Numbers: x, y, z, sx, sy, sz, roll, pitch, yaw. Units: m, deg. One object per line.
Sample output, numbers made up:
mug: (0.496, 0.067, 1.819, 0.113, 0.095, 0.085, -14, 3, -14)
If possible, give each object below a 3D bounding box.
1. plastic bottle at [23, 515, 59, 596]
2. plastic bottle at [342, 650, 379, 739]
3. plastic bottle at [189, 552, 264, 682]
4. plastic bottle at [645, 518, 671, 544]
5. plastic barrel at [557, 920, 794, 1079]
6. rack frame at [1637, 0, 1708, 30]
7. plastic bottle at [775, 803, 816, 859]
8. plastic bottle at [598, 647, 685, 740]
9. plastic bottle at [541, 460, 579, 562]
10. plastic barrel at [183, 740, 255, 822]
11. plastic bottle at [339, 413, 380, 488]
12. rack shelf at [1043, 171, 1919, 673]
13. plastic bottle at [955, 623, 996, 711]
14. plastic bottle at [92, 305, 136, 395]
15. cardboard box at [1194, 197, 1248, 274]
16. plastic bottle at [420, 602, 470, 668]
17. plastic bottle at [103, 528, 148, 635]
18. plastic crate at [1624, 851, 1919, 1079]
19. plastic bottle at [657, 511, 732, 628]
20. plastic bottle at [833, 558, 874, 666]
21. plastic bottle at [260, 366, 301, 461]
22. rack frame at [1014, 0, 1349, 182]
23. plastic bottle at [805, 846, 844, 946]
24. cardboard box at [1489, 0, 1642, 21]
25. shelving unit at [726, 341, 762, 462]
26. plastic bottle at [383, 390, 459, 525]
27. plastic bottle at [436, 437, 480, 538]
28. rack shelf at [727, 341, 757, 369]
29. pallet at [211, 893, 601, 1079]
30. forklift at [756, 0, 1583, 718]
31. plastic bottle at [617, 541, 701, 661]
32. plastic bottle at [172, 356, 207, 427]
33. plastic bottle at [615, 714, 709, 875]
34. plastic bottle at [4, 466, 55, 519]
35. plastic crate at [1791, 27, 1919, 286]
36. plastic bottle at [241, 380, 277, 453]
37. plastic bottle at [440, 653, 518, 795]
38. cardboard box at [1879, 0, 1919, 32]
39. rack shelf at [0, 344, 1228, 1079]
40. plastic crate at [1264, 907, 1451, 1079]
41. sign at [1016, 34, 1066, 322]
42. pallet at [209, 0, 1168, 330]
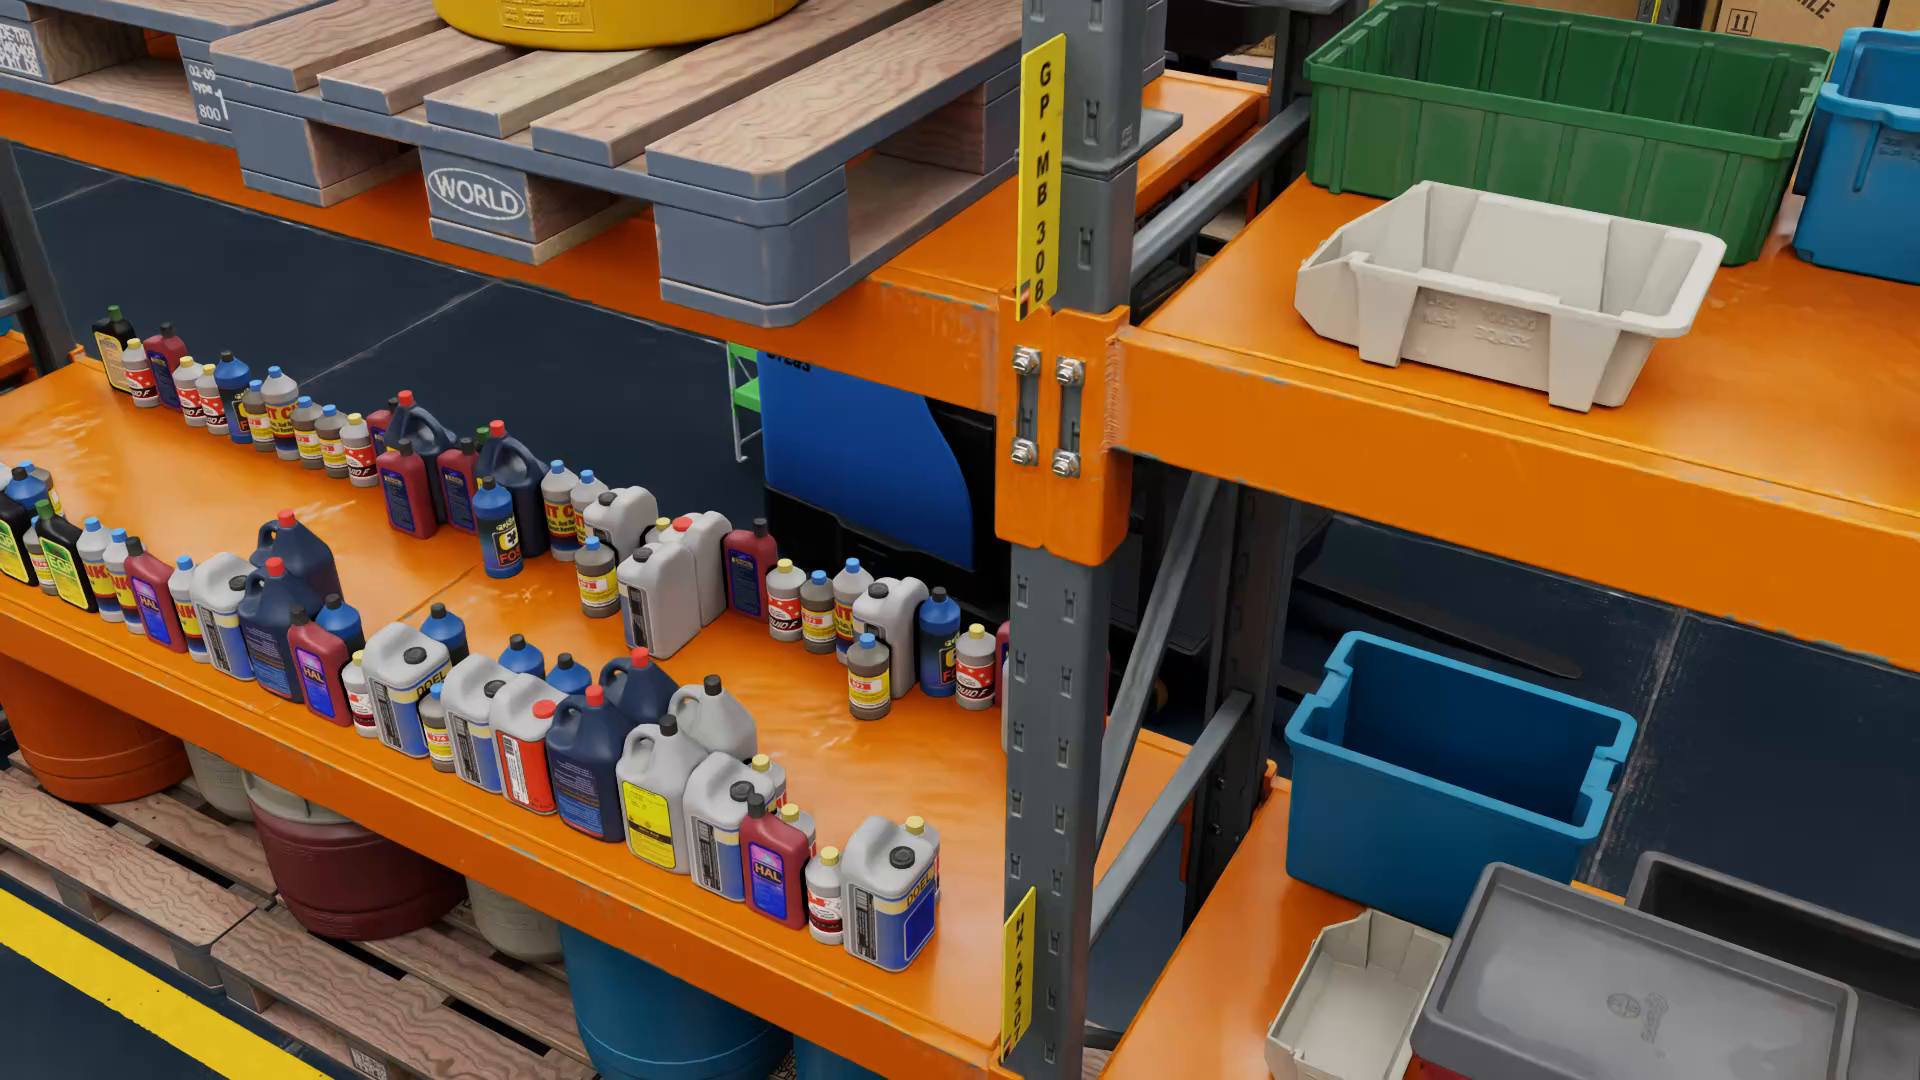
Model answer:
plastic bottle: (-2.283, 0.031, 4.176, 0.097, 0.201, 0.097, 0, 34, 0)
plastic bottle: (-1.321, 0.336, 3.718, 0.097, 0.201, 0.097, 0, 34, 0)
plastic bottle: (-1.684, 0.173, 3.897, 0.135, 0.276, 0.152, 18, 37, 24)
plastic bottle: (-0.734, 0.037, 4.167, 0.097, 0.201, 0.097, 0, 34, 0)
plastic barrel: (-0.709, 0.911, 4.190, 0.708, 0.901, 0.600, 18, 37, 24)
rack frame: (2.830, -1.818, 6.773, 0.127, 3.000, 1.000, 18, 37, 24)
plastic bottle: (-0.333, 0.610, 3.307, 0.097, 0.201, 0.097, 0, 34, 0)
plastic bottle: (-0.680, 0.370, 3.533, 0.185, 0.351, 0.144, 18, 37, 24)
plastic bottle: (-1.020, -0.082, 4.283, 0.097, 0.271, 0.097, 0, 34, 0)
plastic barrel: (-2.136, 0.564, 5.062, 0.421, 0.512, 0.421, 0, 34, 0)
plastic bottle: (-1.657, -0.255, 4.606, 0.097, 0.201, 0.097, 0, 34, 0)
rack shelf: (2.106, 0.166, 1.737, 4.000, 0.370, 1.077, 18, 37, 24)
plastic bottle: (0.038, 0.282, 3.800, 0.097, 0.201, 0.097, 0, 34, 0)
plastic bottle: (-2.541, -0.581, 5.021, 0.133, 0.283, 0.061, 18, 37, 24)
cardboard box: (1.400, -1.236, 7.758, 0.500, 0.500, 0.500, 18, 38, 25)
plastic bottle: (-1.161, 0.261, 3.768, 0.097, 0.271, 0.097, 0, 34, 0)
plastic bottle: (-1.999, 0.092, 4.021, 0.097, 0.271, 0.097, 0, 34, 0)
plastic crate: (1.475, 0.833, 2.987, 0.590, 0.125, 0.437, 18, 37, 24)
plastic bottle: (-0.647, 0.051, 4.078, 0.135, 0.276, 0.152, 18, 37, 24)
plastic bottle: (-0.248, 0.162, 3.916, 0.097, 0.271, 0.097, 0, 34, 0)
plastic bottle: (-1.911, -0.364, 4.707, 0.097, 0.271, 0.097, 0, 34, 0)
rack frame: (0.369, -1.932, 1.532, 0.127, 3.000, 1.000, 18, 37, 24)
plastic bottle: (-0.247, 0.676, 3.208, 0.097, 0.201, 0.097, 0, 34, 0)
cardboard box: (2.530, -2.272, 6.986, 0.500, 0.500, 0.700, 6, 34, 9)
shelving unit: (-0.703, -0.814, 6.890, 0.503, 1.200, 0.258, 22, 39, 29)
plastic bottle: (-1.431, -0.230, 4.434, 0.185, 0.351, 0.144, 18, 37, 24)
plastic bottle: (-1.302, -0.149, 4.373, 0.133, 0.283, 0.061, 18, 37, 24)
rack shelf: (-0.703, -0.761, 6.925, 0.480, 0.148, 0.258, 22, 39, 29)
pallet: (-1.343, 1.158, 4.820, 1.213, 0.211, 1.003, 18, 37, 24)
forklift: (0.709, -0.933, 5.507, 3.031, 2.935, 1.130, 22, 39, 29)
plastic bottle: (-0.723, 0.125, 3.969, 0.135, 0.276, 0.152, 18, 37, 24)
plastic bottle: (-2.249, -0.442, 4.887, 0.097, 0.201, 0.097, 0, 34, 0)
plastic bottle: (-0.591, 0.490, 3.352, 0.185, 0.351, 0.144, 18, 37, 24)
plastic bottle: (-2.369, -0.064, 4.256, 0.097, 0.271, 0.097, 0, 34, 0)
plastic crate: (1.318, -0.517, 2.265, 0.300, 0.233, 0.416, 18, 37, 24)
plastic bottle: (-1.996, -0.362, 4.767, 0.097, 0.201, 0.097, 0, 34, 0)
plastic bottle: (-1.005, 0.388, 3.574, 0.135, 0.276, 0.152, 18, 37, 24)
cardboard box: (3.548, -1.869, 5.858, 0.500, 0.500, 0.500, 16, 37, 23)
rack shelf: (-1.367, 0.314, 4.221, 4.000, 0.370, 1.077, 18, 37, 24)
plastic crate: (0.703, 0.847, 2.956, 0.243, 0.136, 0.396, 18, 37, 24)
sign: (0.095, -0.423, 1.965, 0.005, 0.325, 0.100, 18, 37, 24)
pallet: (-0.360, -0.773, 2.669, 1.003, 0.211, 1.213, 18, 37, 24)
